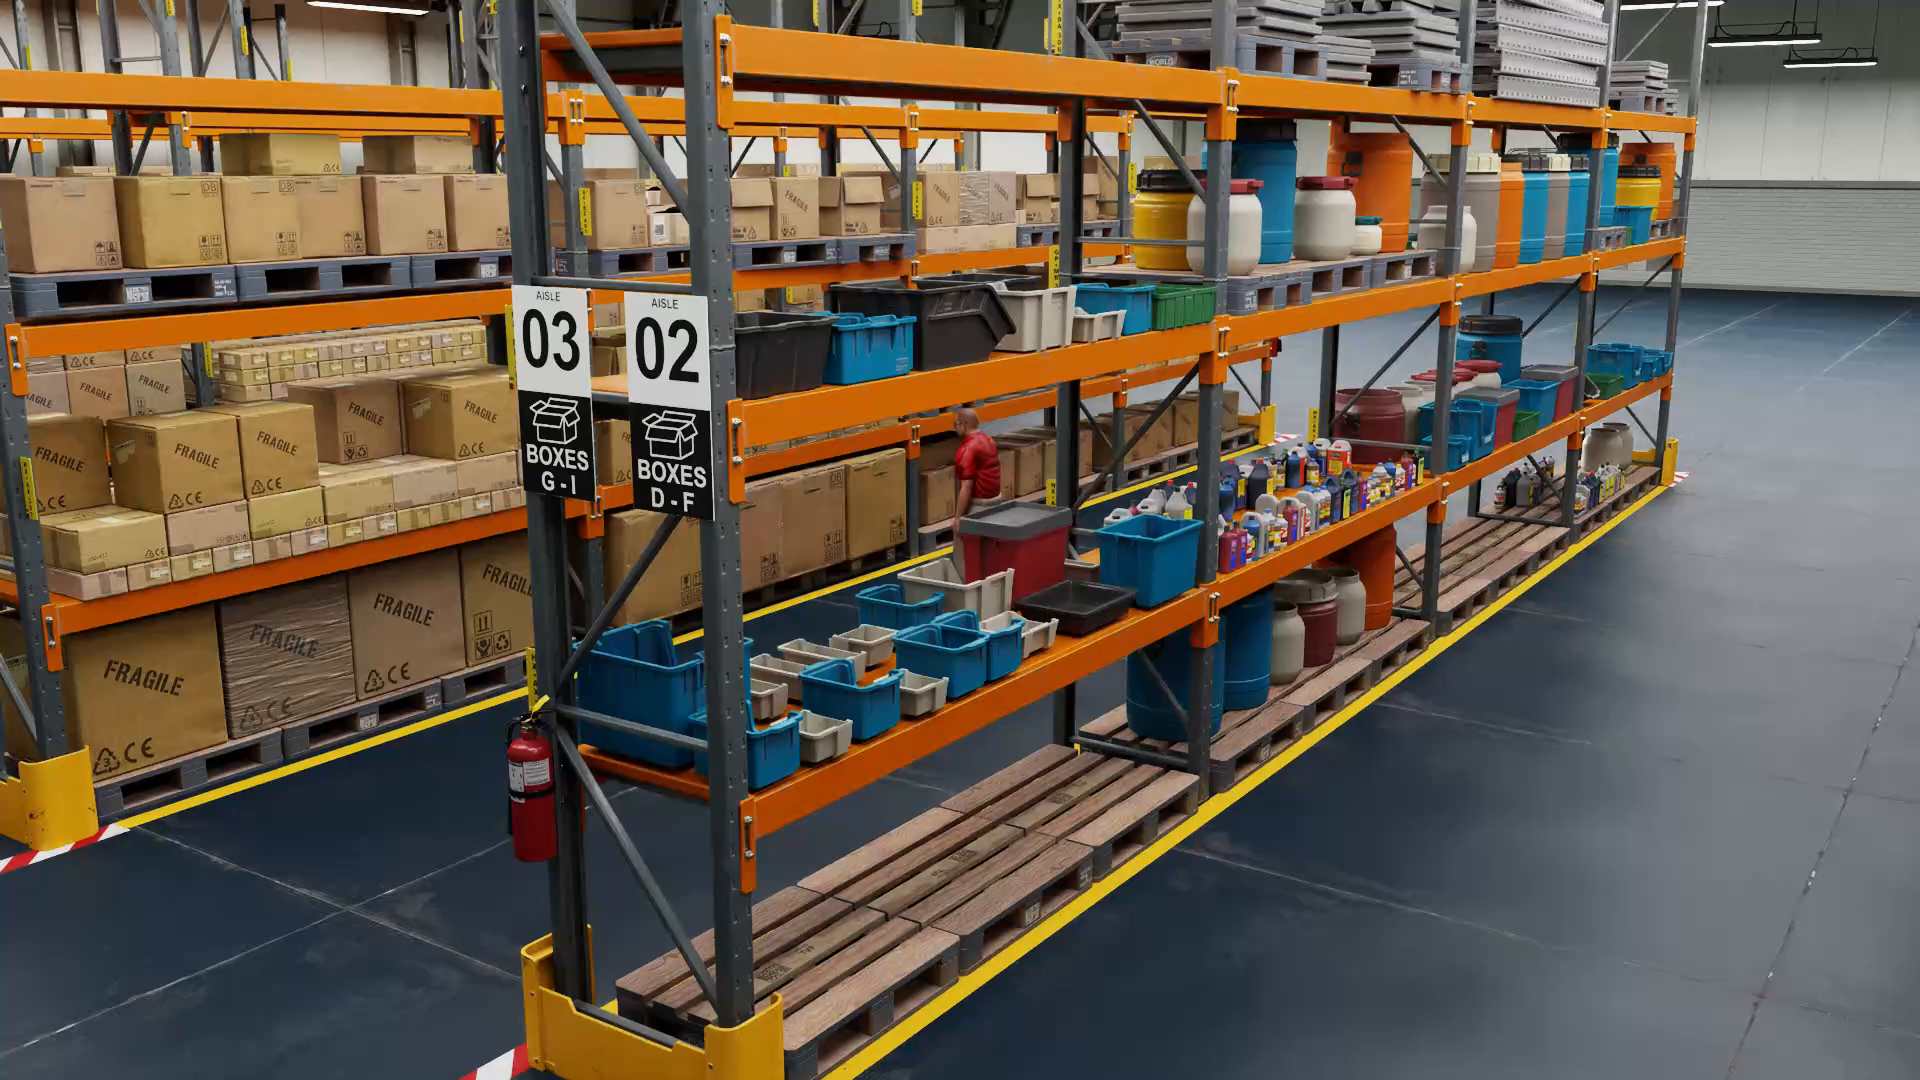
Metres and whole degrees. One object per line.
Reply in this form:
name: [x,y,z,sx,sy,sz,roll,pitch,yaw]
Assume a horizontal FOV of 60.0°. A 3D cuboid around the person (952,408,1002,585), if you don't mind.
person: [0.120,-0.212,13.438,0.394,1.726,0.600,8,15,30]
